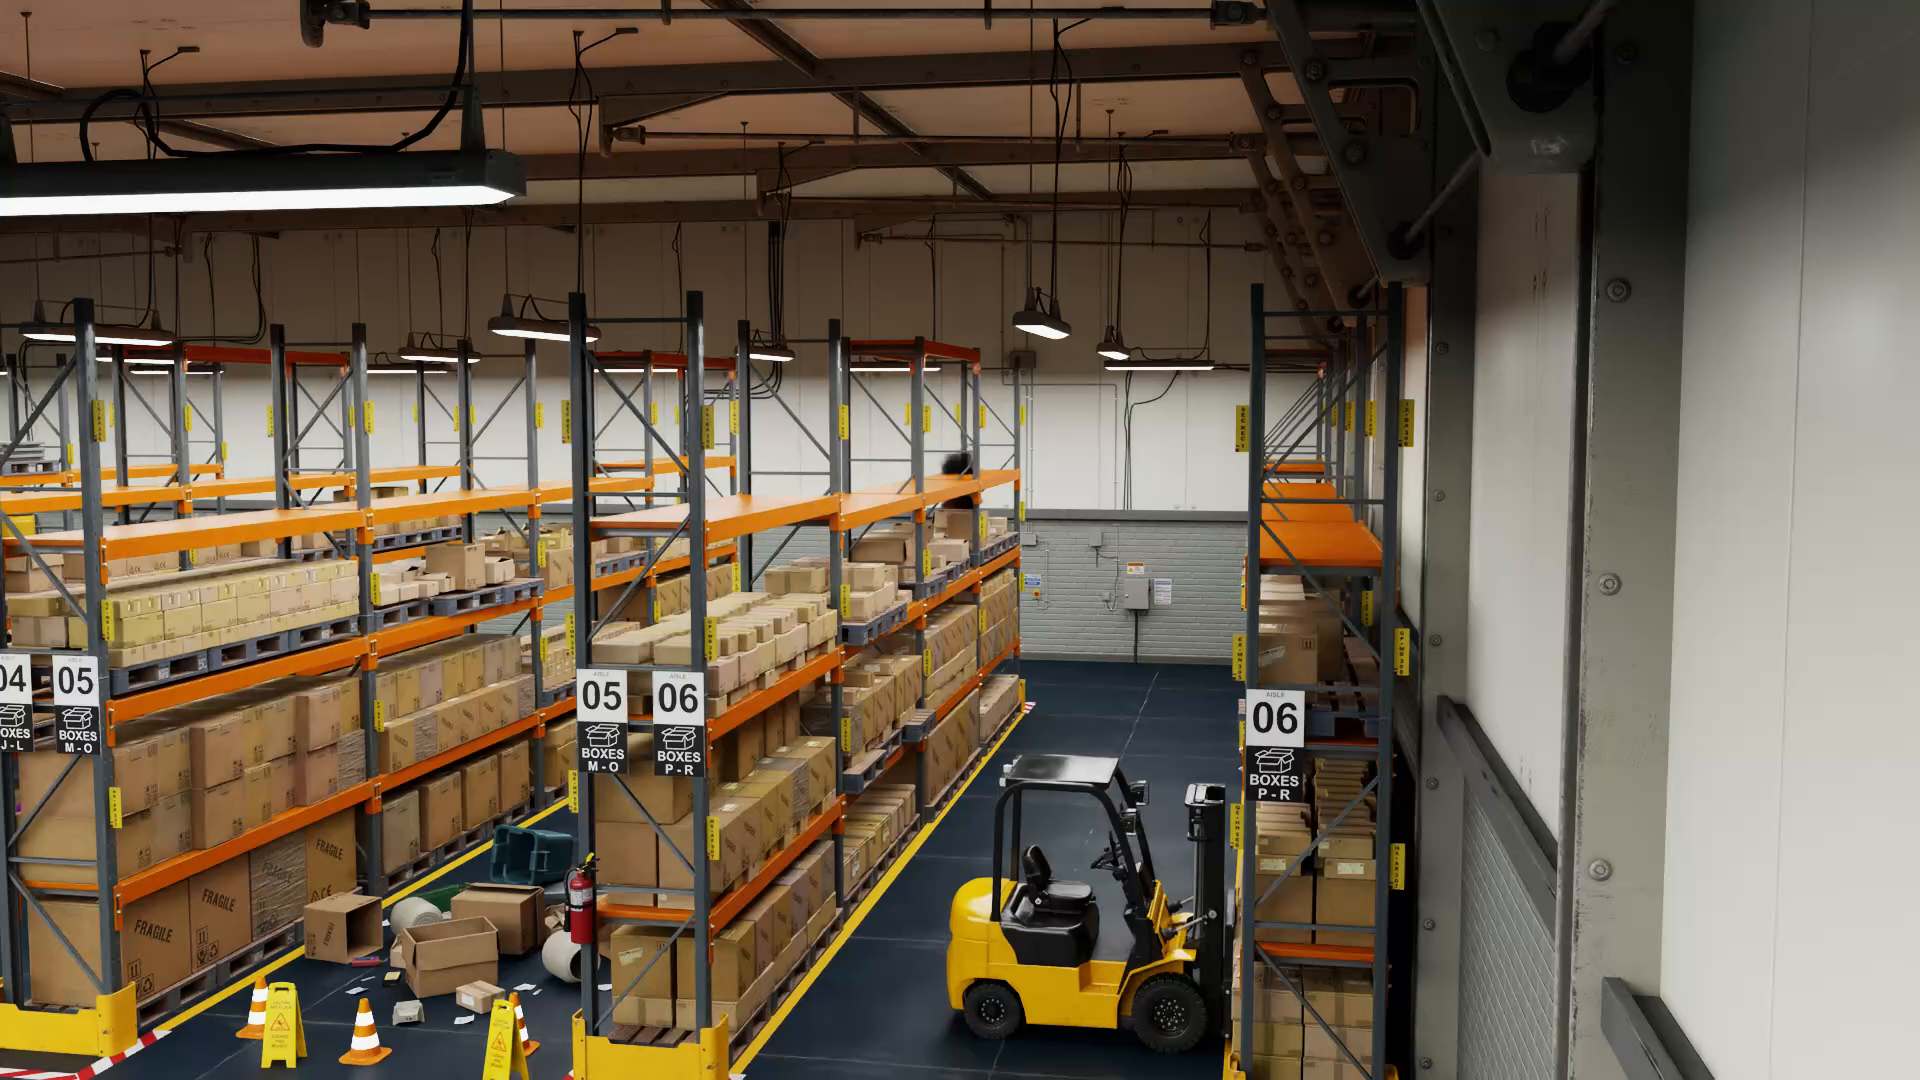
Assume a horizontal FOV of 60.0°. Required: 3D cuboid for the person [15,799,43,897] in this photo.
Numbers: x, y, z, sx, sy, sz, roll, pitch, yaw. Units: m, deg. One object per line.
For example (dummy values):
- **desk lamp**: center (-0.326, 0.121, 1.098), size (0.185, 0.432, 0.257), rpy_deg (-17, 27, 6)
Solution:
- **person**: center (-8.824, 3.010, 16.124), size (0.708, 1.727, 0.546), rpy_deg (-1, 5, -11)
